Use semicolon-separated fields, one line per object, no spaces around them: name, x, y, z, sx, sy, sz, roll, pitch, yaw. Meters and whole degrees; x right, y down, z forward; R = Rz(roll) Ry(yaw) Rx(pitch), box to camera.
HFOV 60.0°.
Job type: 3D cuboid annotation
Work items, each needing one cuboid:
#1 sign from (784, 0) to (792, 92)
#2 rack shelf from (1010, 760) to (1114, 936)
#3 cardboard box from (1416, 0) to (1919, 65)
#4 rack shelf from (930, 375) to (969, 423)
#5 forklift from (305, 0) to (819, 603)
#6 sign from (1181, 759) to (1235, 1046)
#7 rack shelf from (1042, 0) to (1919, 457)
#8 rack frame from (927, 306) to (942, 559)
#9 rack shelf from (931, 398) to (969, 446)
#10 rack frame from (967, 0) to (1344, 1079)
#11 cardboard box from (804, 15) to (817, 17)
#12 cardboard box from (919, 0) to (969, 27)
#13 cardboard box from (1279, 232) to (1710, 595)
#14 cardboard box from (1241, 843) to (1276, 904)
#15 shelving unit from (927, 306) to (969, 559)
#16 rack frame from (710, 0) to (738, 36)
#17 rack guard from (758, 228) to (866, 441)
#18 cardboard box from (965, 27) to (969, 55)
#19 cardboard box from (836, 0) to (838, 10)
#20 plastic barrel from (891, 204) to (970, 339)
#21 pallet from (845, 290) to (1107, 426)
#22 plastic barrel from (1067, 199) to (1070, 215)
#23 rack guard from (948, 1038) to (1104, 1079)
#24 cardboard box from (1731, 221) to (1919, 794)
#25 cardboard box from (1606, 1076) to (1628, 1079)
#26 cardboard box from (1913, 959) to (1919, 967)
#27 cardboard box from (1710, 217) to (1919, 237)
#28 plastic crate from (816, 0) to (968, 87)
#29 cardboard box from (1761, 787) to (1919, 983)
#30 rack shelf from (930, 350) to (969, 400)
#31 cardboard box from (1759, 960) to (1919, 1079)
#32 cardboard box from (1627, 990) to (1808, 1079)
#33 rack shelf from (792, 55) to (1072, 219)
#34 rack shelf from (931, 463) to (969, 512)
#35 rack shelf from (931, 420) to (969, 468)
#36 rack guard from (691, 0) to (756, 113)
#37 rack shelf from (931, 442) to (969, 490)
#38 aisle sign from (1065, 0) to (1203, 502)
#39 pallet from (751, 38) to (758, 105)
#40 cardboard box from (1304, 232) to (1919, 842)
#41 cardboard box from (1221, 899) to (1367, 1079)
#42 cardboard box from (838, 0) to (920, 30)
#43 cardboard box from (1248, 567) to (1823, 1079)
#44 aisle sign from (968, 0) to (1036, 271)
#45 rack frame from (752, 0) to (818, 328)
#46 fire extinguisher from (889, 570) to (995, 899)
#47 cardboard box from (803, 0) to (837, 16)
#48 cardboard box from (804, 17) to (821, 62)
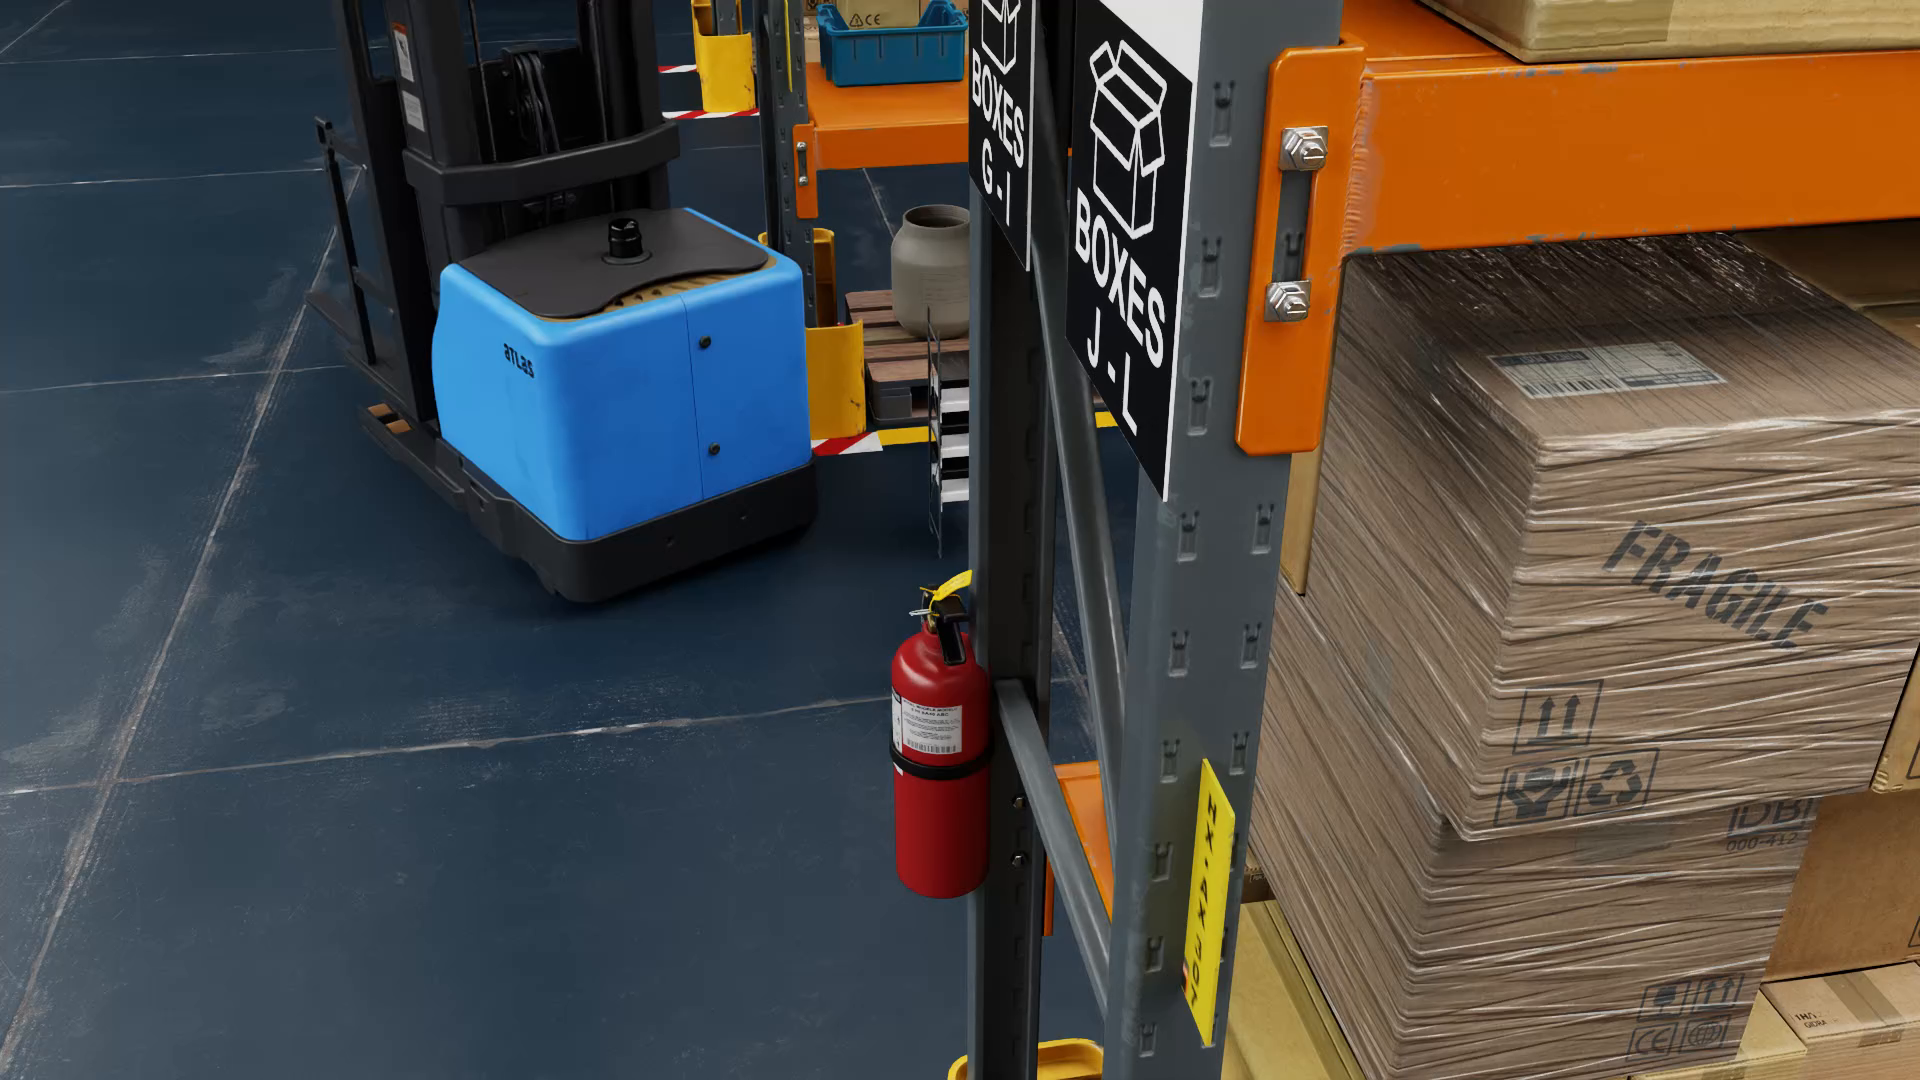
sign;-0.633;-1.822;6.117;0.005;0.325;0.100;-5;31;-9
rack shelf;2.132;0.619;2.947;4.000;0.370;1.077;-5;31;-9
cardboard box;0.685;-0.652;1.588;0.500;0.250;0.500;-4;31;-7
rack shelf;0.008;-0.515;5.949;0.200;0.077;0.258;-5;31;-9
forklift;-1.848;-1.727;6.295;1.130;2.935;3.031;-22;37;-33
sign;0.262;0.389;1.775;0.005;0.325;0.100;-5;31;-9
rack shelf;2.132;-0.674;2.187;4.000;0.370;1.077;-5;31;-9
rack frame;-0.092;-0.379;6.007;0.006;0.900;0.240;-5;31;-9
rack shelf;0.008;-0.437;5.994;0.200;0.077;0.258;-5;31;-9
rack frame;0.165;0.493;2.452;0.053;2.616;0.949;-5;31;-9
cardboard box;-1.142;-3.640;11.779;0.500;0.250;0.500;-5;31;-9
cardboard box;-0.068;-3.803;11.318;0.500;0.500;0.500;-5;31;-9
cardboard box;0.661;-0.284;2.395;0.500;0.500;0.500;-5;31;-9
cardboard box;0.407;0.471;2.737;0.250;0.149;0.380;-5;31;-9
shelving unit;0.008;-0.389;6.023;0.210;0.900;0.258;-5;31;-9
rack frame;-1.616;-4.448;10.855;0.127;3.000;1.000;-5;31;-9
rack guard;-0.662;-0.931;7.339;0.348;0.500;1.175;-5;31;-9
cardboard box;-0.066;-3.474;11.498;0.500;0.250;0.500;-5;31;-9
cardboard box;-0.652;-3.691;11.867;0.500;0.250;0.500;-5;31;-9
plastic barrel;-0.094;-1.184;7.345;0.421;0.512;0.421;0;30;0
pallet;0.138;-0.878;7.534;1.213;0.211;1.003;-5;31;-9
plastic barrel;0.399;-1.230;7.423;0.421;0.512;0.421;0;30;0
rack guard;0.239;1.562;3.100;0.348;0.500;1.175;-5;31;-9
cardboard box;1.247;-0.067;2.026;0.500;0.500;0.500;-5;31;-9
cardboard box;0.737;0.680;2.383;0.250;0.149;0.380;-5;31;-9
cardboard box;1.475;0.612;2.498;0.250;0.149;0.380;-5;31;-9
cardboard box;1.152;-0.333;2.478;0.500;0.500;0.500;-5;31;-9
plastic crate;-0.289;-2.108;7.023;0.616;0.251;0.499;-5;31;-9
cardboard box;1.180;0.178;2.595;0.500;0.500;0.875;-5;31;-9
rack shelf;0.008;-0.593;5.903;0.200;0.077;0.258;-5;31;-9
cardboard box;1.228;0.631;2.465;0.250;0.149;0.380;-5;31;-9
cardboard box;0.986;0.664;2.409;0.250;0.149;0.380;-5;31;-9
rack shelf;1.239;-1.850;7.147;4.000;0.370;1.077;-5;31;-9
rack shelf;0.008;-0.205;6.131;0.200;0.077;0.258;-5;31;-9
rack shelf;0.008;-0.360;6.040;0.200;0.077;0.258;-5;31;-9
rack guard;-1.640;-3.368;11.485;0.348;0.500;1.175;-5;31;-9
rack shelf;0.008;-0.282;6.086;0.200;0.077;0.258;-5;31;-9
aisle sign;0.157;-0.474;1.531;0.004;0.787;0.394;-5;31;-9
pallet;-0.872;-3.336;11.716;1.213;0.211;1.003;-5;31;-9
cardboard box;0.754;-0.025;1.954;0.500;0.500;0.500;-5;31;-9
cardboard box;0.488;0.693;2.360;0.250;0.149;0.380;-5;31;-9
cardboard box;-0.557;-3.751;11.229;0.500;0.500;0.500;-5;31;-9
cardboard box;0.710;0.284;2.416;0.500;0.500;0.875;-5;31;-9
aisle sign;0.049;-0.773;2.040;0.004;0.787;0.394;-5;31;-9
rack frame;-0.728;-1.978;6.654;0.127;3.000;1.000;-5;31;-9
fire extinguisher;-0.031;0.306;2.847;0.183;0.674;0.296;-5;31;-9
cardboard box;-1.142;-3.964;11.591;0.500;0.500;0.500;-5;31;-9
cardboard box;-1.049;-3.381;11.340;0.500;0.250;0.500;-5;31;-9
